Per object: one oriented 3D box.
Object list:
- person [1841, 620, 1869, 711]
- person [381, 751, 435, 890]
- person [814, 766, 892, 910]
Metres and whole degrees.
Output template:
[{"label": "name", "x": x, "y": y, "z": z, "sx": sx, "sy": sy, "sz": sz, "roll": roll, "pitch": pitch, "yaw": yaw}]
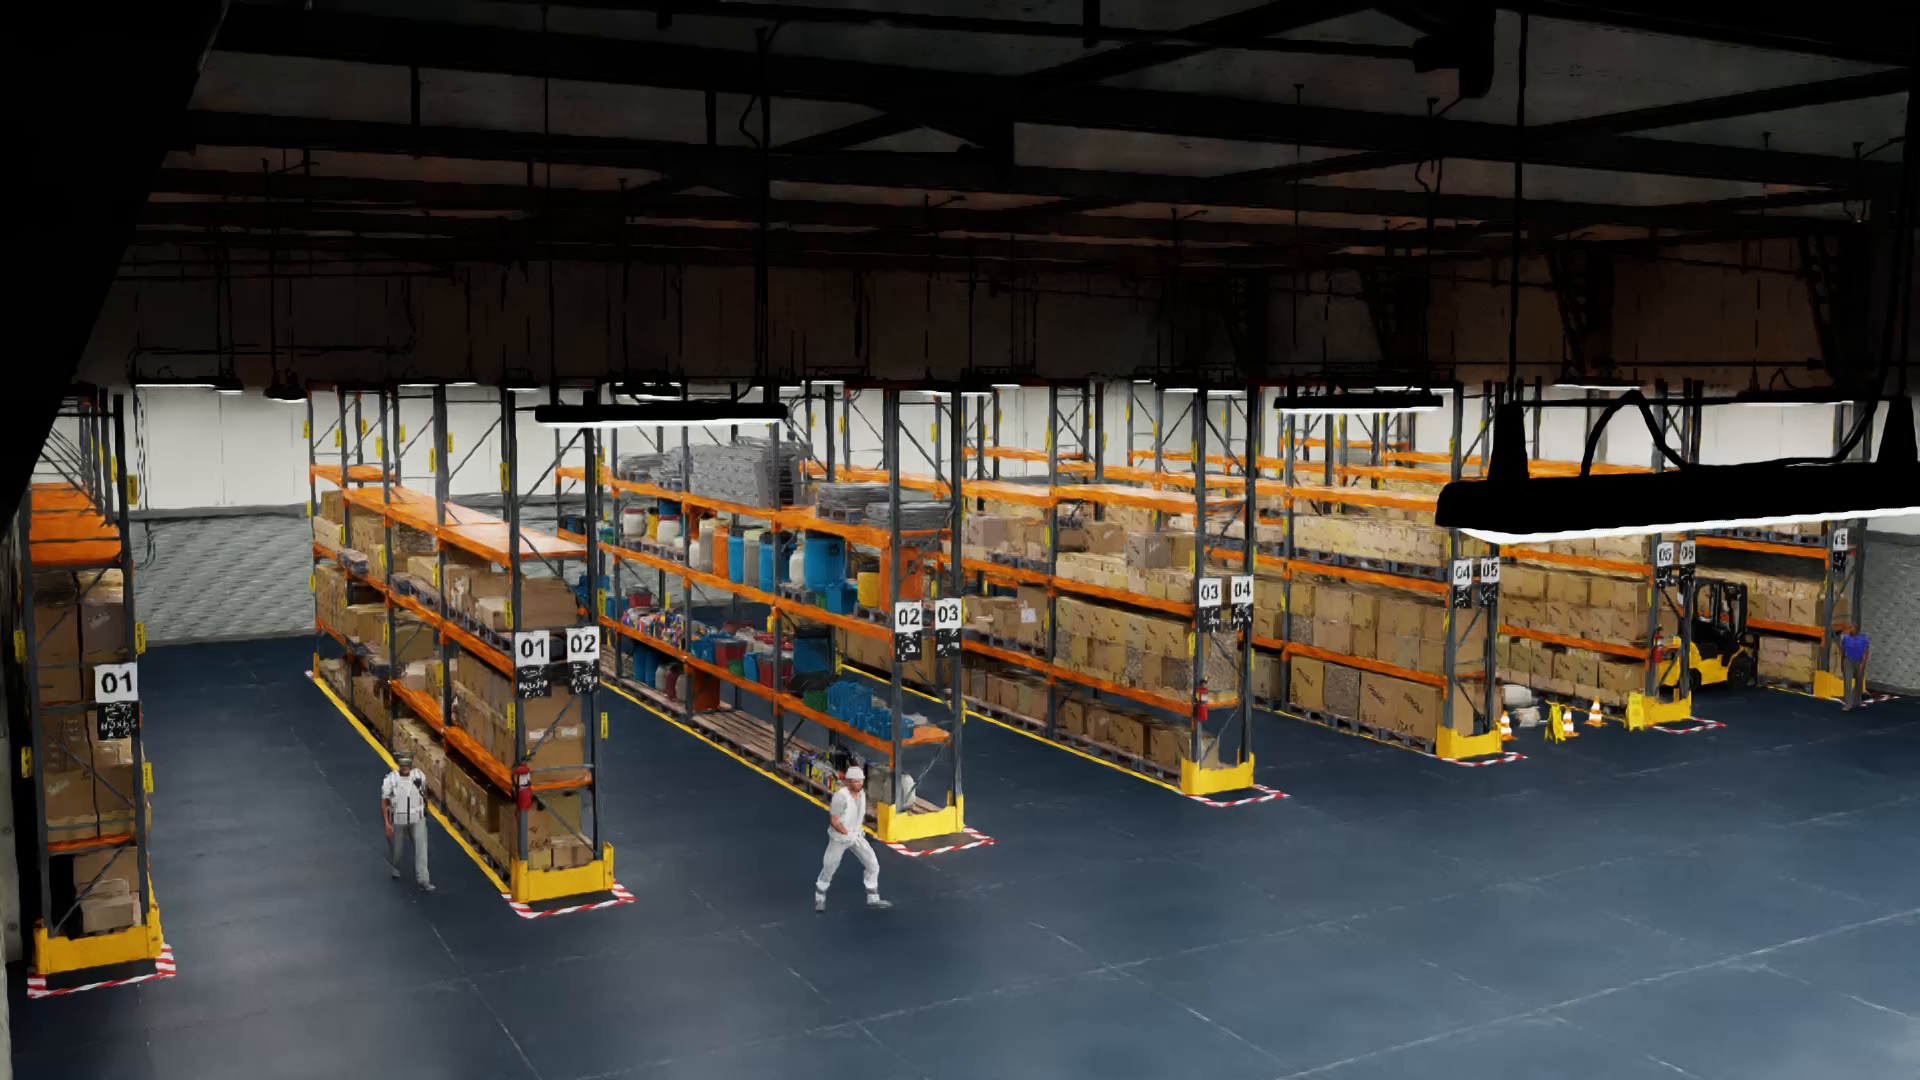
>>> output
[{"label": "person", "x": 16.398, "y": 2.287, "z": 30.465, "sx": 0.488, "sy": 1.627, "sz": 0.683, "roll": 4, "pitch": 7, "yaw": 32}, {"label": "person", "x": -6.697, "y": 3.349, "z": 20.077, "sx": 0.542, "sy": 1.675, "sz": 1.126, "roll": -3, "pitch": 7, "yaw": -26}, {"label": "person", "x": -1.290, "y": 3.430, "z": 19.182, "sx": 0.822, "sy": 1.719, "sz": 0.688, "roll": 6, "pitch": 8, "yaw": 44}]
